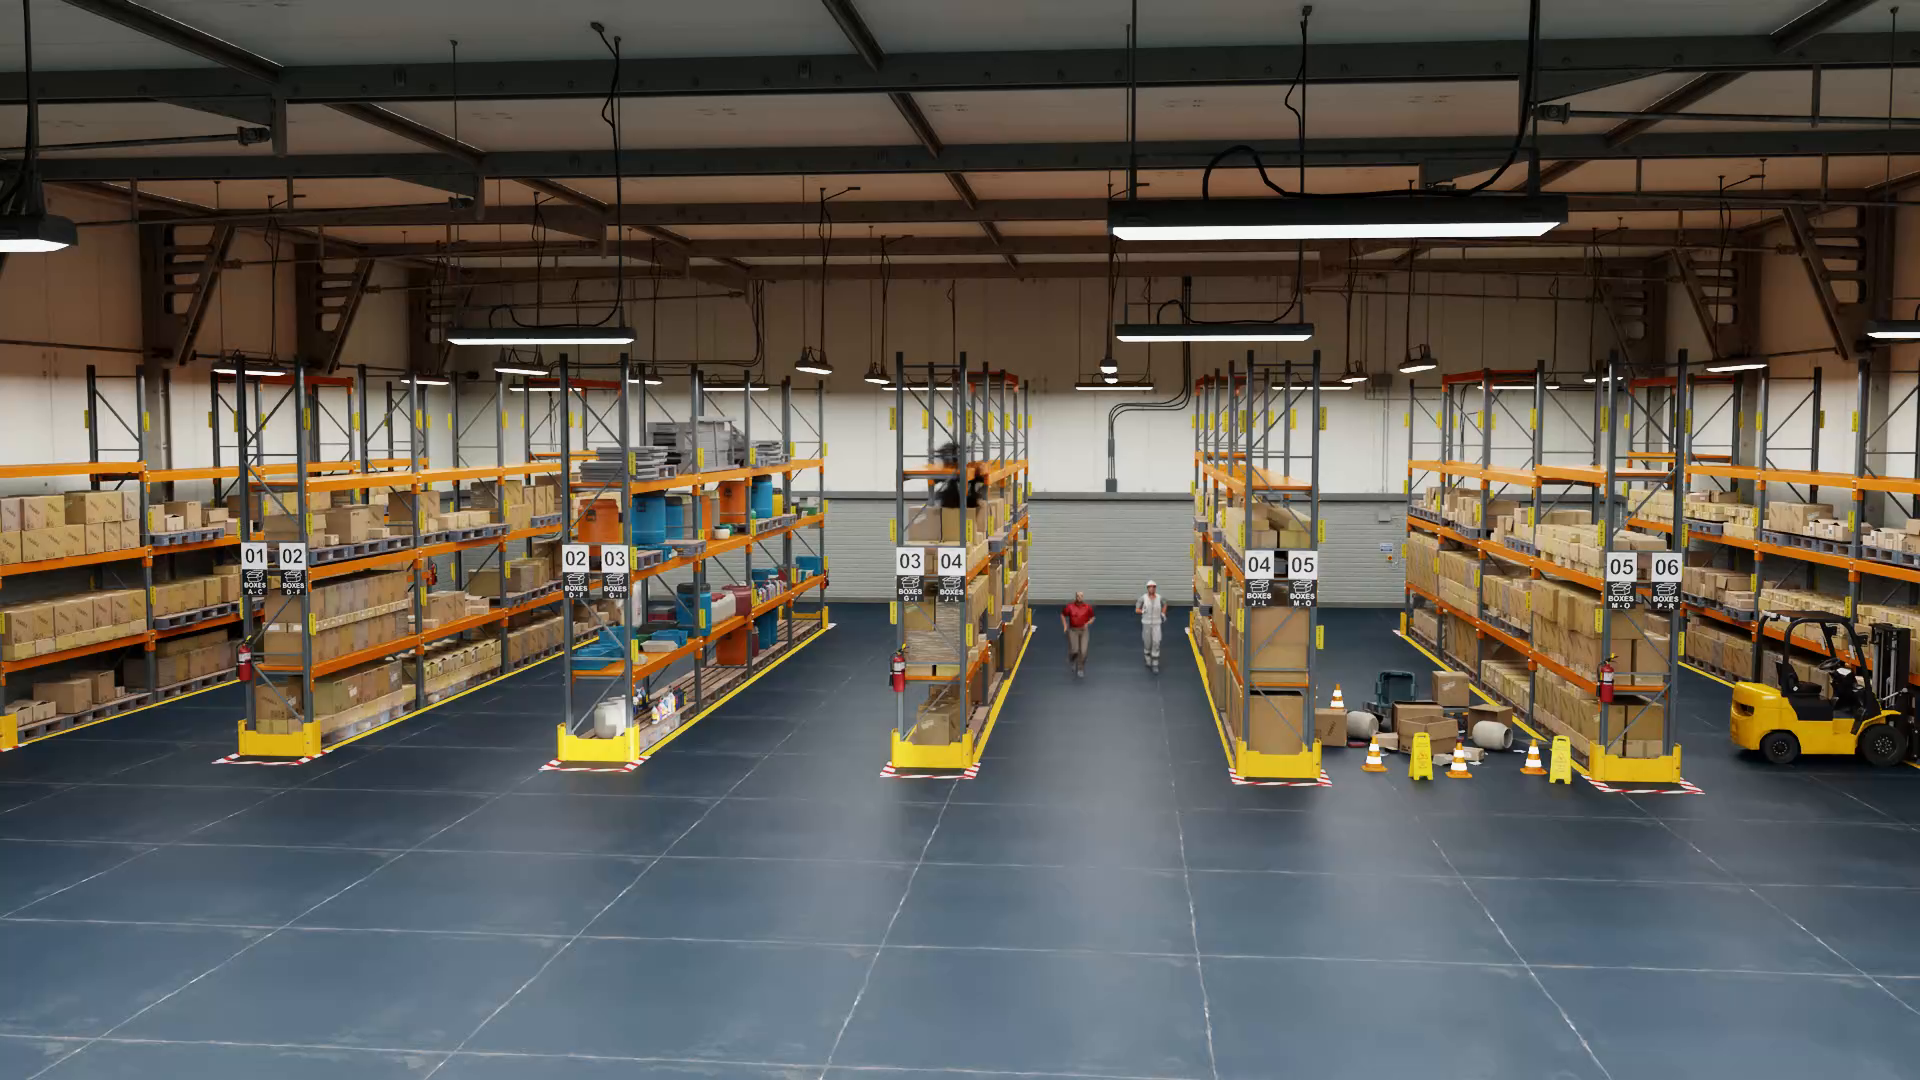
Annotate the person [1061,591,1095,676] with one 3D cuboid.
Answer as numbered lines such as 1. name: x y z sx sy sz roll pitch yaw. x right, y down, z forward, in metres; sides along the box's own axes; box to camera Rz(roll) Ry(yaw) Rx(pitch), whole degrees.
1. person: 2.337 1.842 32.670 0.657 1.686 0.589 0 4 -3

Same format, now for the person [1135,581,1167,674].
1. person: 3.833 1.715 33.325 0.648 1.809 0.920 0 4 4

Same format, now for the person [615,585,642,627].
1. person: -7.077 1.602 35.777 0.734 1.745 0.733 0 4 4

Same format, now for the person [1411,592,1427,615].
1. person: 11.217 1.336 40.340 0.653 1.598 0.659 2 5 30
